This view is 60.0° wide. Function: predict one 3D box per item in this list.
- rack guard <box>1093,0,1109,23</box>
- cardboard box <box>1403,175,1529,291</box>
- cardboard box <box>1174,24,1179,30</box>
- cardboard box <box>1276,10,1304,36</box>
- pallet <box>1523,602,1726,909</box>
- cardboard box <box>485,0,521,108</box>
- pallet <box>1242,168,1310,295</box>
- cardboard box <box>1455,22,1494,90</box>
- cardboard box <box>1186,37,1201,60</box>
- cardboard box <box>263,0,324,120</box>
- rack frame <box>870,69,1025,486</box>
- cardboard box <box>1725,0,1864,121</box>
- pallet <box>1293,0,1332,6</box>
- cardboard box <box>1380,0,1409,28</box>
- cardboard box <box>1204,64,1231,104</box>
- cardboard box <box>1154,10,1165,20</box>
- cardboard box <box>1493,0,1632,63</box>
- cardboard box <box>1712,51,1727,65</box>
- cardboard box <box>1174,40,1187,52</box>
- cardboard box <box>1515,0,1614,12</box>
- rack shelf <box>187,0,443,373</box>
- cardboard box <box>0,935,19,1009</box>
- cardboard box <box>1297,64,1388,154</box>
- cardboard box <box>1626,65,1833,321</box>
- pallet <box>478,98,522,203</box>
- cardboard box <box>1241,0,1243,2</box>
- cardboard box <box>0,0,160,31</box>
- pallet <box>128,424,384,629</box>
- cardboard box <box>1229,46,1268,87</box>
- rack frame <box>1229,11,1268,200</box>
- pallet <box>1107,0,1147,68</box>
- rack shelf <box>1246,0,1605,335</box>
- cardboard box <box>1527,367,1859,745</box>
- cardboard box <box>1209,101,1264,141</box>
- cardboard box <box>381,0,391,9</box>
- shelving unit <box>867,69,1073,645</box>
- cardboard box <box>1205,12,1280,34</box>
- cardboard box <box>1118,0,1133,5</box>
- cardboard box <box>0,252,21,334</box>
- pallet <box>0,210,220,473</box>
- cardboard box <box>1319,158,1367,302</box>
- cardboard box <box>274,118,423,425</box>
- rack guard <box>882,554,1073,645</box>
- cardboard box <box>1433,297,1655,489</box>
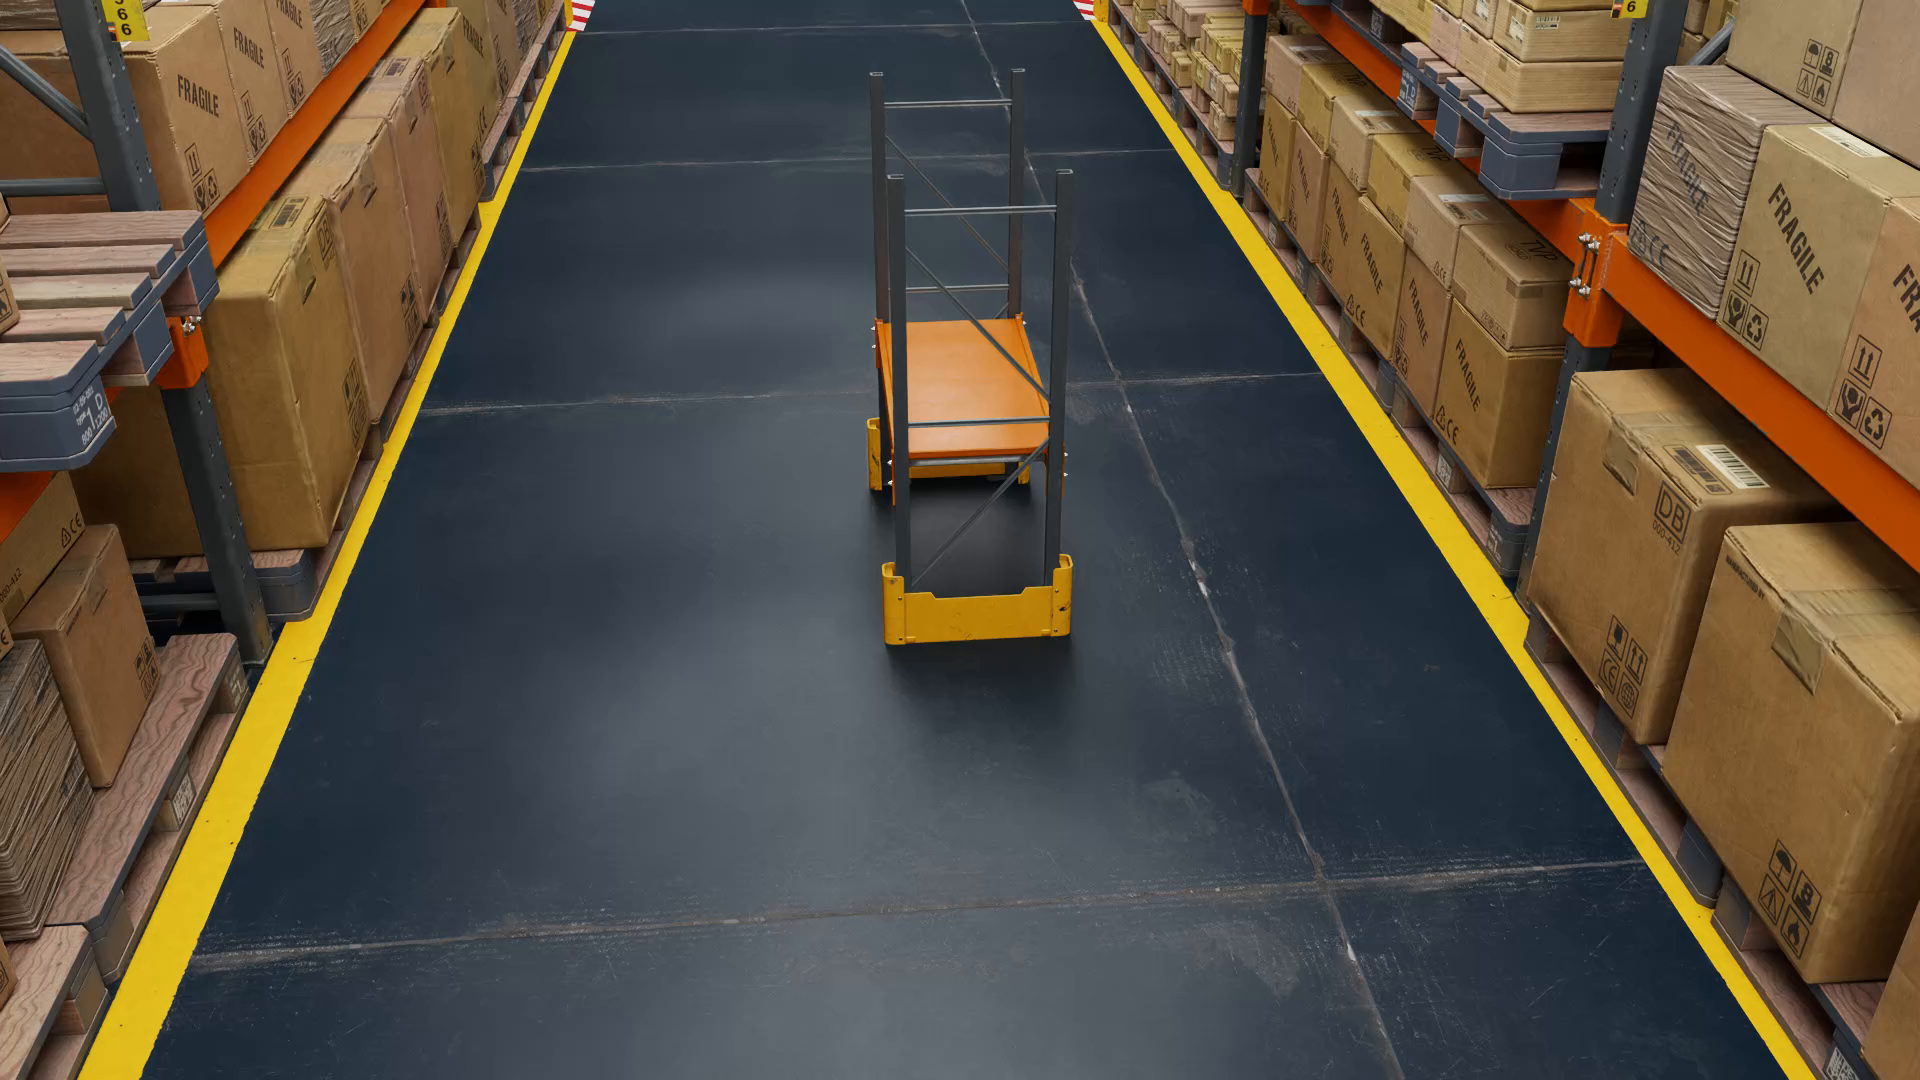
[{"bbox_3d":[1.572,-4.064,12.066,1.175,0.500,0.348,-3,31,-5],"label":"rack guard"},{"bbox_3d":[1.929,-1.114,5.987,0.500,0.250,0.500,-2,31,-4],"label":"cardboard box"},{"bbox_3d":[1.540,-3.313,10.452,0.380,0.149,0.250,-1,31,-2],"label":"cardboard box"},{"bbox_3d":[2.026,-2.933,9.526,0.380,0.149,0.250,-4,31,-6],"label":"cardboard box"},{"bbox_3d":[2.311,0.512,4.687,1.003,0.211,1.213,-3,31,-5],"label":"pallet"},{"bbox_3d":[-3.075,-3.016,9.536,0.875,0.875,0.875,-3,31,-5],"label":"cardboard box"},{"bbox_3d":[2.013,-1.539,8.121,1.003,0.211,1.213,-3,31,-5],"label":"pallet"},{"bbox_3d":[1.787,-1.520,5.206,0.380,0.149,0.250,-3,31,-5],"label":"cardboard box"},{"bbox_3d":[1.543,-2.899,9.758,0.380,0.149,0.250,-2,31,-3],"label":"cardboard box"},{"bbox_3d":[-2.512,-1.734,5.630,0.500,0.500,0.500,-3,31,-5],"label":"cardboard box"},{"bbox_3d":[-0.040,-0.860,5.727,0.500,1.500,0.032,-3,31,-5],"label":"rack frame"},{"bbox_3d":[2.344,-1.334,3.985,0.700,0.500,0.500,-3,31,-5],"label":"cardboard box"},{"bbox_3d":[1.865,-2.654,7.455,1.003,0.211,1.213,-3,31,-5],"label":"pallet"},{"bbox_3d":[1.716,-1.916,5.869,0.380,0.149,0.250,-4,31,-7],"label":"cardboard box"},{"bbox_3d":[1.555,-2.501,9.092,0.380,0.149,0.250,-4,31,-7],"label":"cardboard box"},{"bbox_3d":[1.464,-3.332,10.773,0.380,0.149,0.250,-3,31,-4],"label":"cardboard box"},{"bbox_3d":[1.813,-1.522,4.918,0.380,0.149,0.250,-2,31,-4],"label":"cardboard box"},{"bbox_3d":[2.471,-1.402,5.007,0.380,0.149,0.250,-3,31,-5],"label":"cardboard box"},{"bbox_3d":[1.508,-2.939,10.115,0.380,0.149,0.250,-2,31,-4],"label":"cardboard box"},{"bbox_3d":[1.810,-1.647,4.838,0.380,0.149,0.250,-4,31,-7],"label":"cardboard box"},{"bbox_3d":[-2.822,-1.617,6.234,1.077,0.370,4.000,-3,31,-5],"label":"rack shelf"},{"bbox_3d":[-2.429,0.892,3.340,0.700,0.500,0.500,0,31,0],"label":"cardboard box"},{"bbox_3d":[1.797,-1.901,7.304,0.500,0.250,0.500,-2,31,-3],"label":"cardboard box"},{"bbox_3d":[2.085,-0.892,4.221,0.500,0.500,0.500,-2,31,-4],"label":"cardboard box"},{"bbox_3d":[-3.002,-2.142,9.131,1.003,0.211,1.213,-3,31,-5],"label":"pallet"},{"bbox_3d":[1.537,-3.309,10.155,0.380,0.149,0.250,-3,31,-4],"label":"cardboard box"},{"bbox_3d":[-2.688,-1.753,4.684,0.797,0.503,0.637,-2,31,-3],"label":"cardboard box"},{"bbox_3d":[-2.634,-0.114,5.735,1.003,0.211,1.213,-3,31,-5],"label":"pallet"},{"bbox_3d":[1.646,-2.514,8.825,0.380,0.149,0.250,-2,31,-3],"label":"cardboard box"},{"bbox_3d":[1.938,-3.133,8.071,1.000,3.000,0.127,-3,31,-5],"label":"rack frame"},{"bbox_3d":[1.613,-3.523,11.443,1.003,0.211,1.213,-3,31,-5],"label":"pallet"},{"bbox_3d":[2.125,-1.803,6.546,1.077,0.370,4.000,-3,31,-5],"label":"rack shelf"},{"bbox_3d":[2.280,0.010,4.593,1.050,0.750,0.750,-3,31,-5],"label":"cardboard box"},{"bbox_3d":[1.563,-2.274,9.002,0.380,0.149,0.250,-2,31,-4],"label":"cardboard box"},{"bbox_3d":[-2.654,-2.512,6.932,0.500,0.500,0.500,-2,31,-3],"label":"cardboard box"},{"bbox_3d":[0.007,-0.605,5.300,0.587,1.500,1.083,-3,31,-5],"label":"shelving unit"},{"bbox_3d":[1.606,-2.906,9.480,0.380,0.149,0.250,-2,31,-3],"label":"cardboard box"},{"bbox_3d":[1.295,-3.849,11.640,0.380,0.149,0.250,-2,31,-4],"label":"cardboard box"},{"bbox_3d":[-2.393,-0.574,3.279,0.700,0.500,0.500,2,31,3],"label":"cardboard box"},{"bbox_3d":[-2.463,-0.464,3.789,1.213,0.211,1.003,-3,31,-5],"label":"pallet"},{"bbox_3d":[1.857,-1.314,7.052,0.500,0.500,0.500,-2,31,-4],"label":"cardboard box"},{"bbox_3d":[-2.755,-0.982,6.132,1.225,0.875,0.875,-3,31,-4],"label":"cardboard box"},{"bbox_3d":[0.054,0.186,5.195,0.587,0.250,0.087,-3,31,-5],"label":"rack guard"},{"bbox_3d":[1.990,-0.522,5.727,0.500,0.500,0.500,-3,31,-5],"label":"cardboard box"}]
